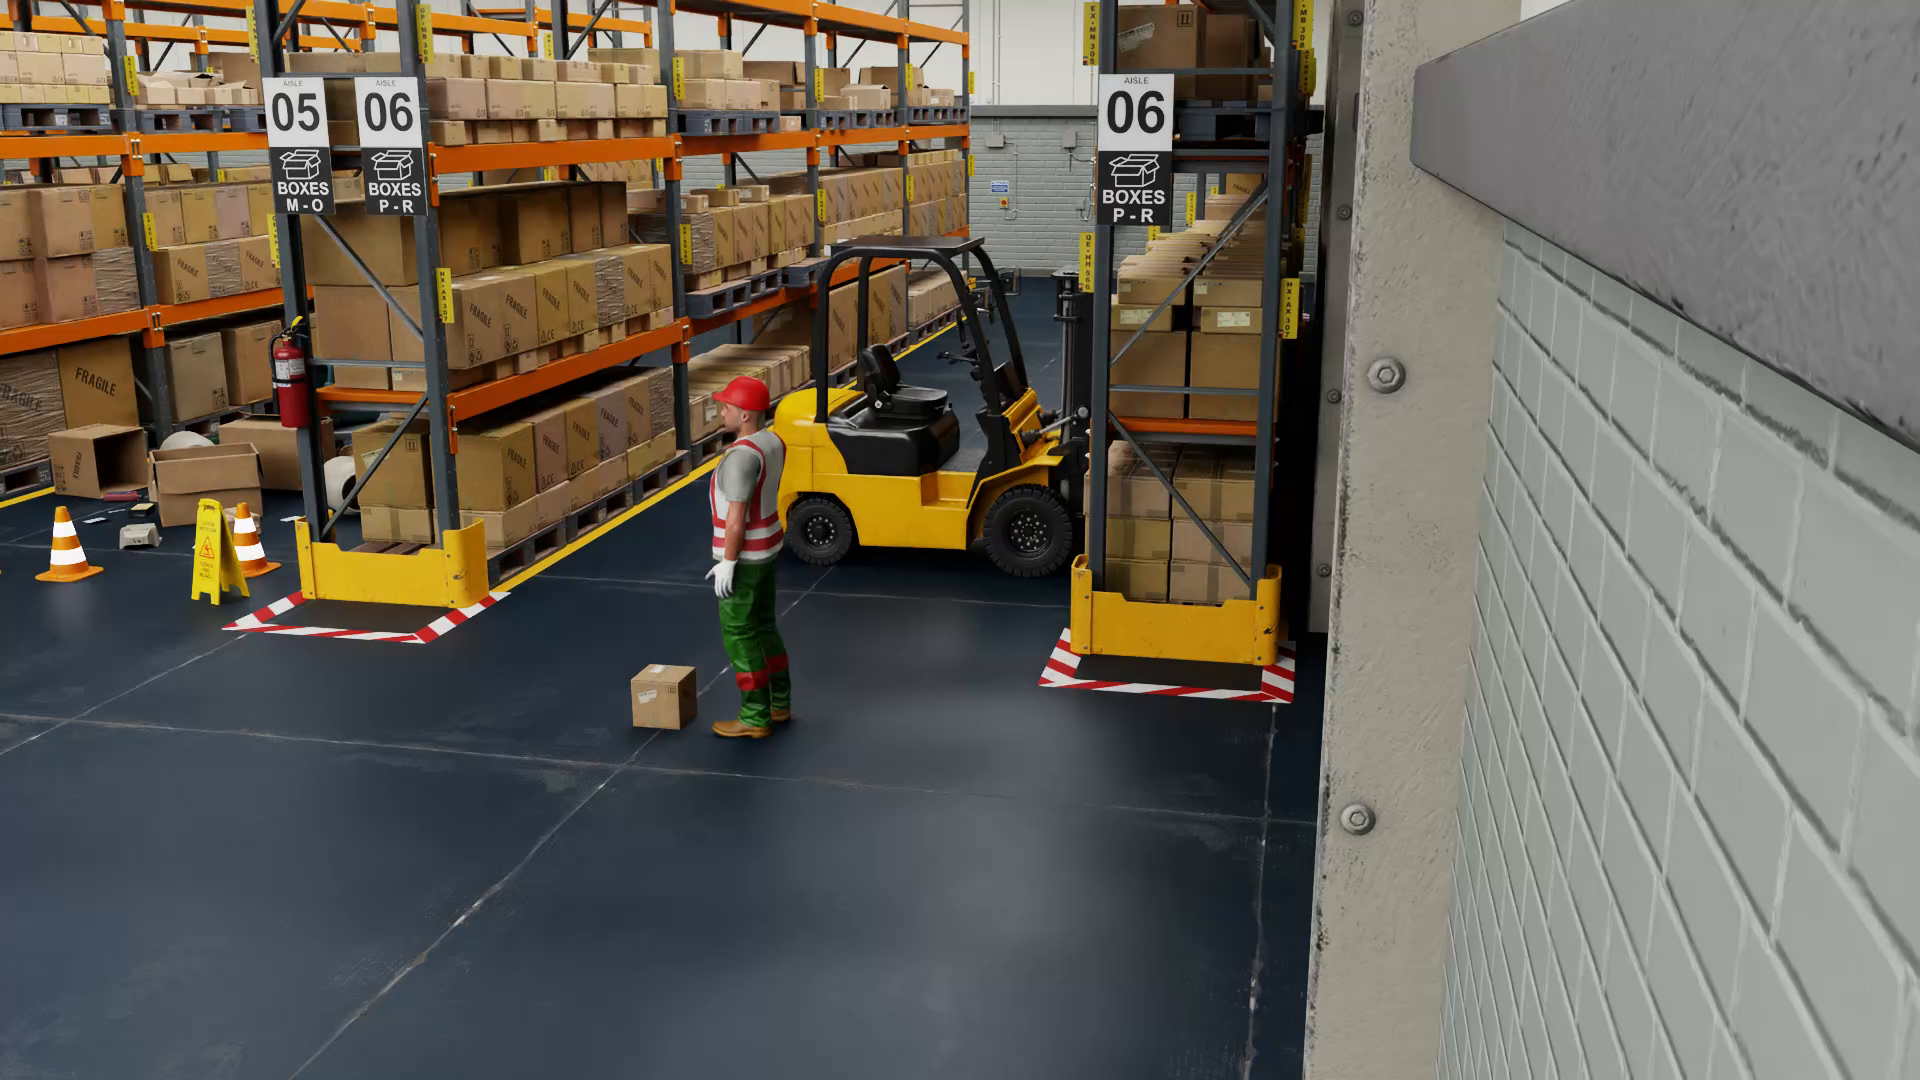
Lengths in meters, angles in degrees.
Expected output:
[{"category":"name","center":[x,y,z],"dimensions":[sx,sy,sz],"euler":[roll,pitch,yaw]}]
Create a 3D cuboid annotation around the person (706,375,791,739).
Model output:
[{"category":"person","center":[-1.043,0.091,8.148],"dimensions":[0.342,1.805,0.524],"euler":[3,15,13]}]
